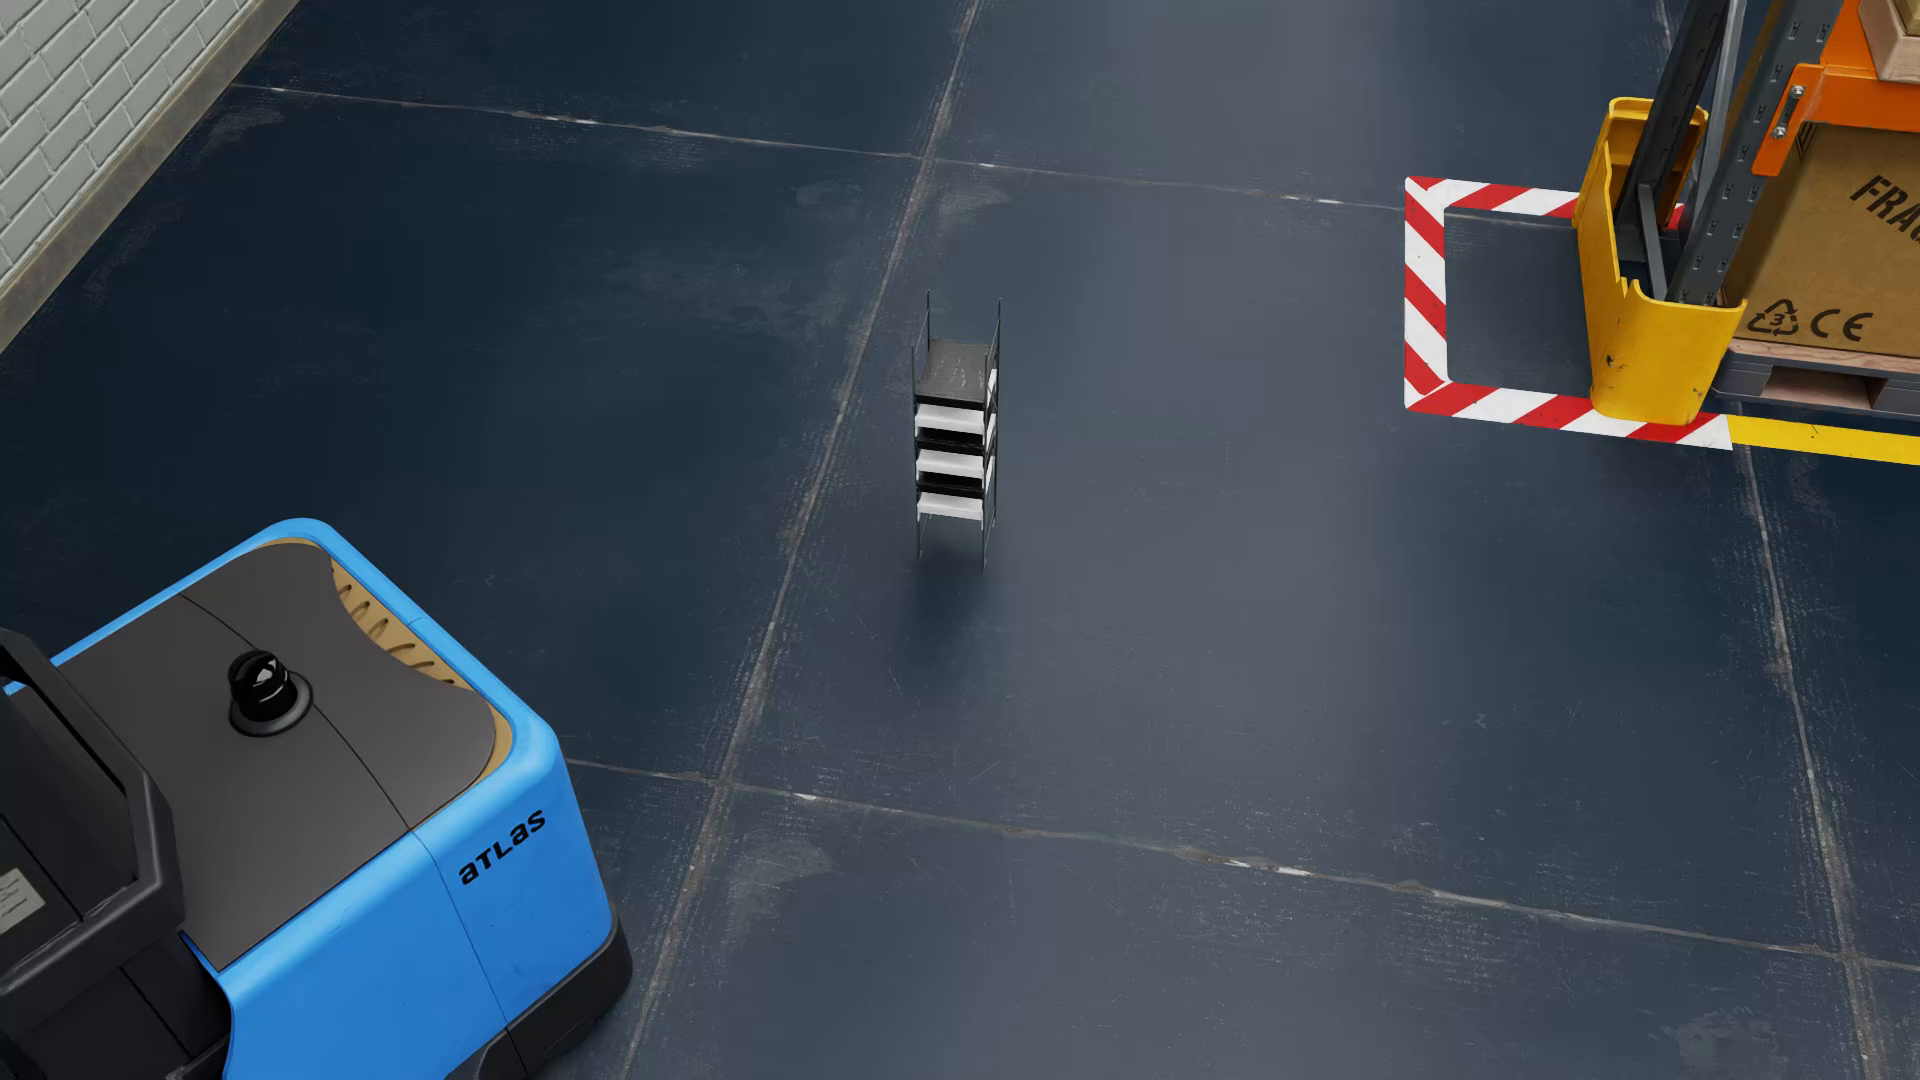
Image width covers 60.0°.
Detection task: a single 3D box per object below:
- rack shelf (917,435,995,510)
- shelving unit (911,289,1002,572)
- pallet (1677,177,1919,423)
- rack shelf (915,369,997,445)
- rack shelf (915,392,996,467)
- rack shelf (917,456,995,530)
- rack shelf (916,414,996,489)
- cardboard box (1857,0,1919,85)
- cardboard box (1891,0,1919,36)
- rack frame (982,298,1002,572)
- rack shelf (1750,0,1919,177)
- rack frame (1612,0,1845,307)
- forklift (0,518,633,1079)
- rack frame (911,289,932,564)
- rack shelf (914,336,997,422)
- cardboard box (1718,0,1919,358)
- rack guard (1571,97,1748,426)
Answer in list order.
[{"bbox_3d":[-0.008,-0.219,5.008,0.200,0.077,0.258,8,49,7],"label":"rack shelf"},{"bbox_3d":[-0.008,-0.302,4.916,0.210,0.900,0.258,8,49,7],"label":"shelving unit"},{"bbox_3d":[3.238,-0.845,5.867,1.213,0.211,1.003,8,49,7],"label":"pallet"},{"bbox_3d":[-0.008,-0.400,4.807,0.200,0.077,0.258,8,49,7],"label":"rack shelf"},{"bbox_3d":[-0.008,-0.340,4.874,0.200,0.077,0.258,8,49,7],"label":"rack shelf"},{"bbox_3d":[-0.008,-0.159,5.075,0.200,0.077,0.258,8,49,7],"label":"rack shelf"},{"bbox_3d":[-0.008,-0.280,4.941,0.200,0.077,0.258,8,49,7],"label":"rack shelf"},{"bbox_3d":[2.728,-1.453,4.708,0.250,0.149,0.380,8,49,7],"label":"cardboard box"},{"bbox_3d":[2.862,-1.614,4.584,0.500,0.250,0.500,7,48,6],"label":"cardboard box"},{"bbox_3d":[0.092,-0.288,4.904,0.006,0.900,0.240,8,49,7],"label":"rack frame"},{"bbox_3d":[4.406,-1.320,4.904,4.000,0.370,1.077,8,49,7],"label":"rack shelf"},{"bbox_3d":[2.438,-1.826,4.874,0.127,3.000,1.000,8,49,7],"label":"rack frame"},{"bbox_3d":[-2.198,0.705,2.646,1.130,2.935,3.031,35,57,27],"label":"forklift"},{"bbox_3d":[-0.108,-0.315,4.928,0.006,0.900,0.240,8,49,7],"label":"rack frame"},{"bbox_3d":[-0.008,-0.460,4.740,0.200,0.077,0.258,8,49,7],"label":"rack shelf"},{"bbox_3d":[3.082,-1.230,5.484,0.875,0.875,0.875,8,49,7],"label":"cardboard box"},{"bbox_3d":[2.414,-0.993,5.806,0.348,0.500,1.175,8,49,7],"label":"rack guard"}]
